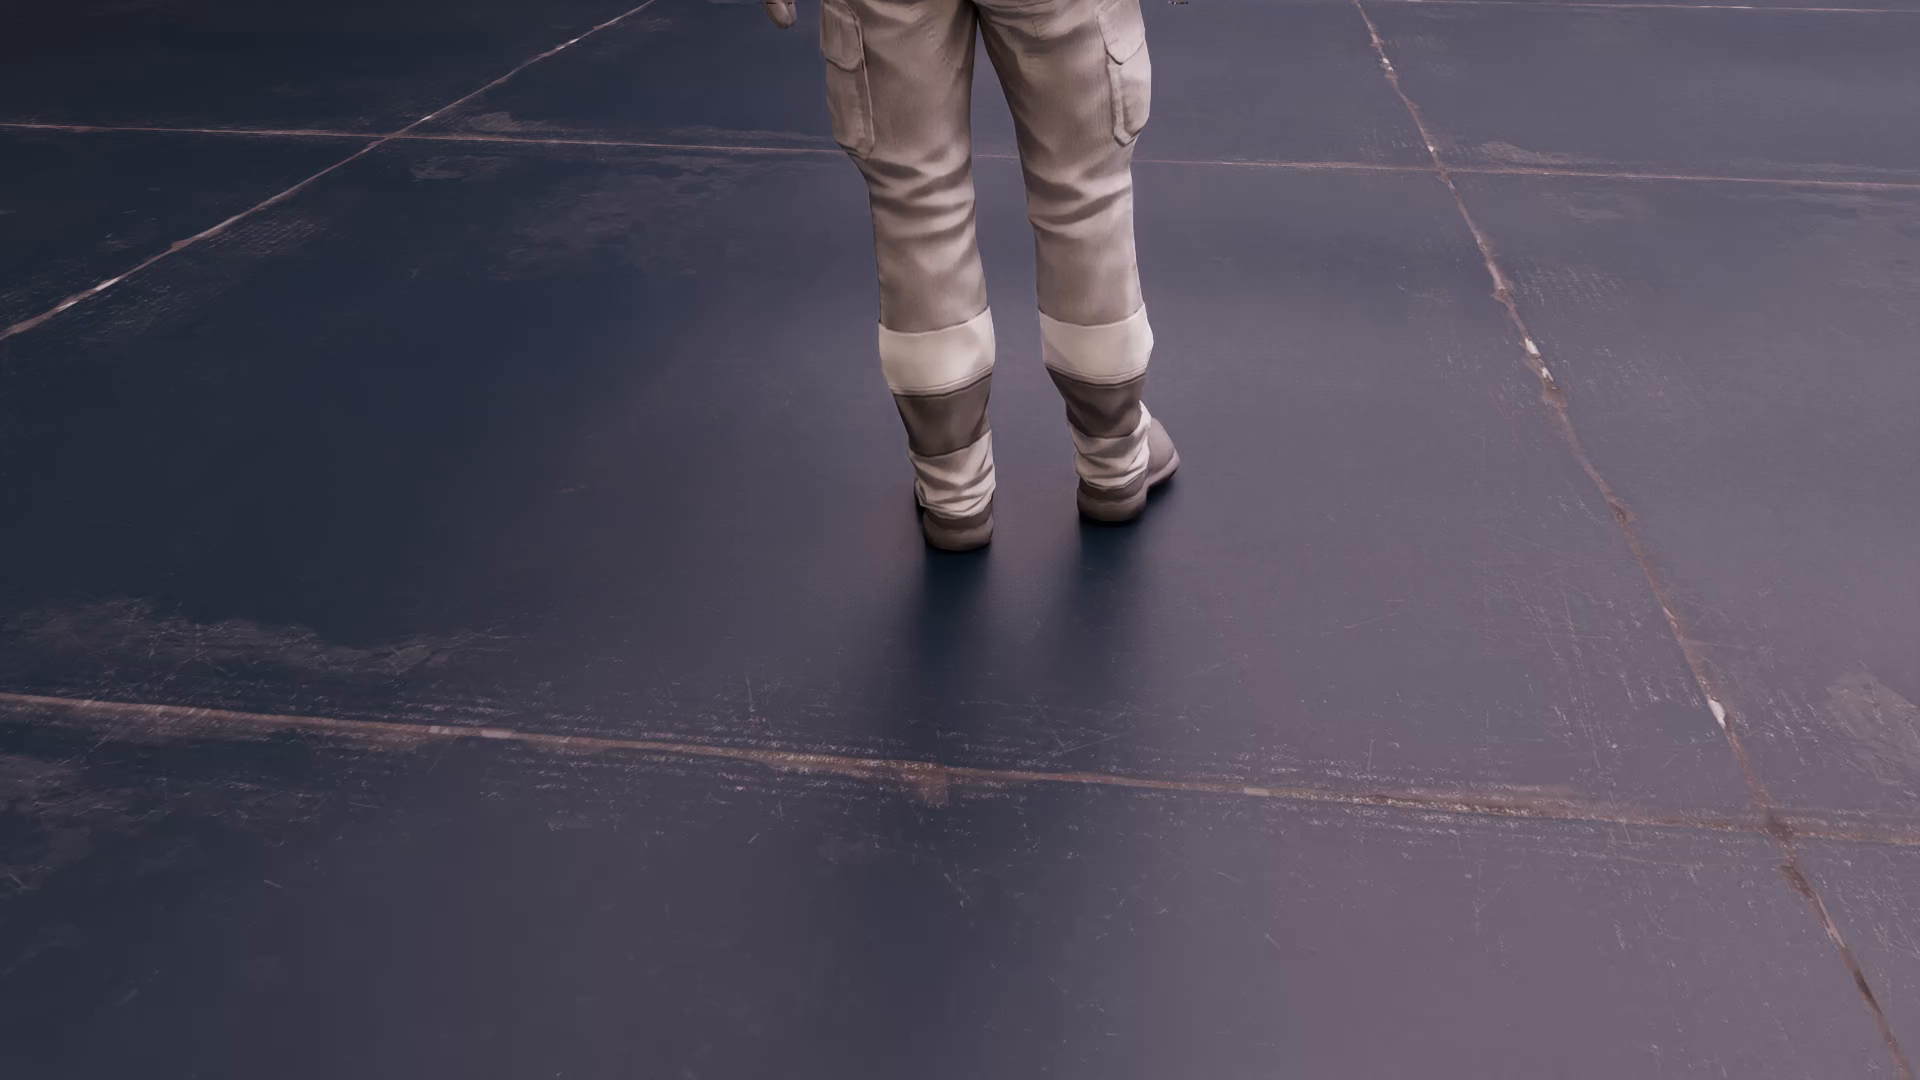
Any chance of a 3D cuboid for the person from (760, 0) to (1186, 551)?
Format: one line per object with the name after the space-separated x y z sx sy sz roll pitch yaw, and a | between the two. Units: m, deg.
0.022 -0.842 2.168 0.636 1.789 0.562 3 27 7 | person
